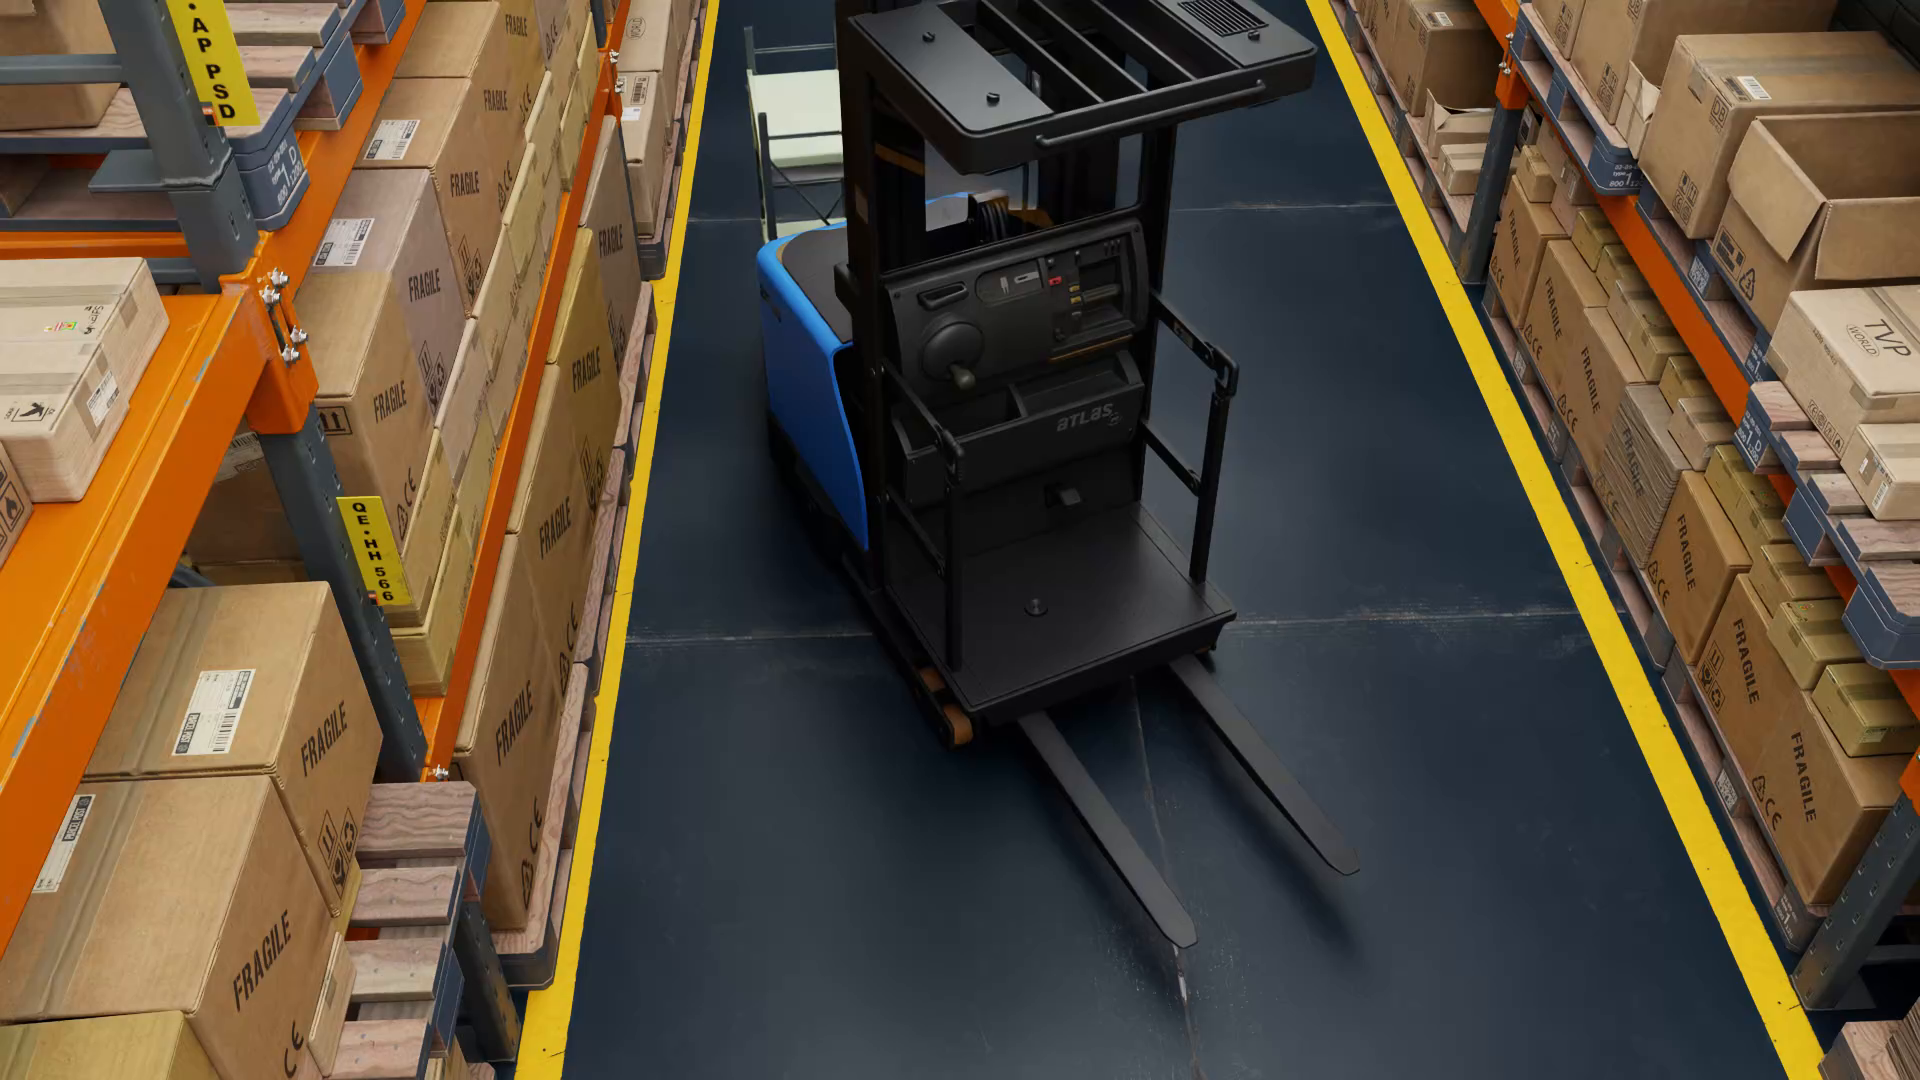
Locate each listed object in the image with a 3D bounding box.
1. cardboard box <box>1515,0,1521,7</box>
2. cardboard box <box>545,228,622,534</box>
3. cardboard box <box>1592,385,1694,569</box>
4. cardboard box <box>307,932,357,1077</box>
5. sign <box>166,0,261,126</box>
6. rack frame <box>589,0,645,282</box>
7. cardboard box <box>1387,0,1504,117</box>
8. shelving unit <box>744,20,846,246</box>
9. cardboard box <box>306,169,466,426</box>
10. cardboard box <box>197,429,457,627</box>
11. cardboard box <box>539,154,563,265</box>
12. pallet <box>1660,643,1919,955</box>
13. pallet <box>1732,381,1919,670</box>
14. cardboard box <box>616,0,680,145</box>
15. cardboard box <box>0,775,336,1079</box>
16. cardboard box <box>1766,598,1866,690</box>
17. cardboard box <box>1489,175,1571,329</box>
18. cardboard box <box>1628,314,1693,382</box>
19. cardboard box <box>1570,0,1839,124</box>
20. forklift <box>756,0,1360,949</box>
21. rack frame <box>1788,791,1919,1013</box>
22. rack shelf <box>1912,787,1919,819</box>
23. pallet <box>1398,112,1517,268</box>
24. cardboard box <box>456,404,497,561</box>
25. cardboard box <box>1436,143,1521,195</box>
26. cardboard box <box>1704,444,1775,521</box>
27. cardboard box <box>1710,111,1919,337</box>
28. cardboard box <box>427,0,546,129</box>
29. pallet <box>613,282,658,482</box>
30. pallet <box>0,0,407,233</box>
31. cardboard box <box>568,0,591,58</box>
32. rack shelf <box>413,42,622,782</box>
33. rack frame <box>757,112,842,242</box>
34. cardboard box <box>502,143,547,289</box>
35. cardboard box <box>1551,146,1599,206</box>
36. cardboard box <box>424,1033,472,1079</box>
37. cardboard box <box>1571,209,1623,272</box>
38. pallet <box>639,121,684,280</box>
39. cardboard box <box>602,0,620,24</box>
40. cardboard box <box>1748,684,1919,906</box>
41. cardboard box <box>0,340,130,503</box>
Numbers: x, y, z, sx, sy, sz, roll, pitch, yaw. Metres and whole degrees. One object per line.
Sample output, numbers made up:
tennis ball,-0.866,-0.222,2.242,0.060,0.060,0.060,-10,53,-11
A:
cardboard box,2.678,-2.513,7.458,0.380,0.149,0.250,-1,43,-1
cardboard box,-1.863,-0.599,6.445,0.875,0.875,0.875,-1,43,-1
cardboard box,2.805,-0.252,6.344,0.500,0.500,0.500,-3,43,-3
cardboard box,-1.457,0.948,3.371,0.380,0.149,0.250,-2,43,-2
sign,-1.303,-0.863,2.869,0.100,0.325,0.005,-2,43,-2
rack frame,-2.015,-2.253,6.988,1.000,3.000,0.127,-2,43,-2
cardboard box,2.747,-2.637,8.946,0.700,0.500,0.500,-3,43,-3
shelving unit,-0.629,-1.323,7.083,0.431,1.500,0.755,-6,43,-7
cardboard box,-1.652,-0.632,4.406,0.500,0.500,0.500,-1,43,-2
cardboard box,-1.620,-0.031,4.305,0.500,0.250,0.500,-2,43,-2
cardboard box,-1.721,-1.217,5.969,0.500,0.250,0.500,-3,43,-3
pallet,3.120,0.825,5.693,1.003,0.211,1.213,-2,43,-2
pallet,3.015,-0.082,4.762,1.213,0.211,1.003,-2,43,-2
cardboard box,-1.973,-2.494,8.837,0.875,0.438,0.875,-3,43,-3
cardboard box,-1.515,0.794,3.059,0.500,0.500,0.500,-2,43,-2
cardboard box,2.797,0.321,5.239,0.380,0.149,0.250,-4,43,-4
cardboard box,2.740,-1.298,7.485,0.500,0.500,0.500,0,43,0
cardboard box,2.812,-0.741,6.397,0.380,0.149,0.250,0,43,0
cardboard box,2.763,-1.907,6.226,0.700,0.500,0.500,-1,43,-1
forklift,0.302,-0.687,5.330,1.130,2.935,3.031,-19,46,-19
rack frame,3.114,0.303,4.200,1.000,3.000,0.127,-2,43,-2
rack shelf,3.199,1.918,2.970,1.077,0.370,4.000,-2,43,-2
pallet,2.916,-1.833,8.594,1.003,0.211,1.213,-2,43,-2
cardboard box,-1.654,-0.181,4.838,0.500,0.250,0.500,-3,43,-3
cardboard box,2.627,-1.869,8.369,0.380,0.149,0.250,-3,43,-3
cardboard box,2.853,-0.206,5.814,0.380,0.149,0.250,-2,43,-2
cardboard box,2.860,-0.987,5.220,0.797,0.503,0.637,-3,43,-3
cardboard box,-1.714,-1.672,5.540,0.500,0.500,0.500,0,43,0
pallet,-1.907,-0.706,7.364,1.003,0.211,1.213,-2,43,-2
pallet,-1.925,-1.022,3.565,1.213,0.211,1.003,0,43,0
cardboard box,-1.753,-2.091,6.553,0.500,0.250,0.500,-2,43,-2
rack shelf,-1.930,-0.637,5.758,1.077,0.370,4.000,-2,43,-2
rack frame,-0.569,-1.079,6.817,0.400,1.500,0.023,-6,43,-7
cardboard box,-1.658,-1.059,5.427,0.500,0.250,0.500,-1,43,-1
cardboard box,2.752,-1.556,7.067,0.380,0.149,0.250,-4,43,-4
cardboard box,-1.831,1.643,4.371,0.950,0.372,0.625,-4,43,-5
cardboard box,2.805,-1.263,6.967,0.380,0.149,0.250,-4,43,-4
pallet,-1.969,-1.740,8.493,1.003,0.211,1.213,-2,43,-2
cardboard box,-1.773,-2.614,7.308,0.500,0.500,0.500,0,43,0
cardboard box,2.881,0.790,5.207,0.500,0.500,0.500,-1,43,-1
cardboard box,-1.603,-0.191,2.705,0.380,0.149,0.250,-2,43,-2
